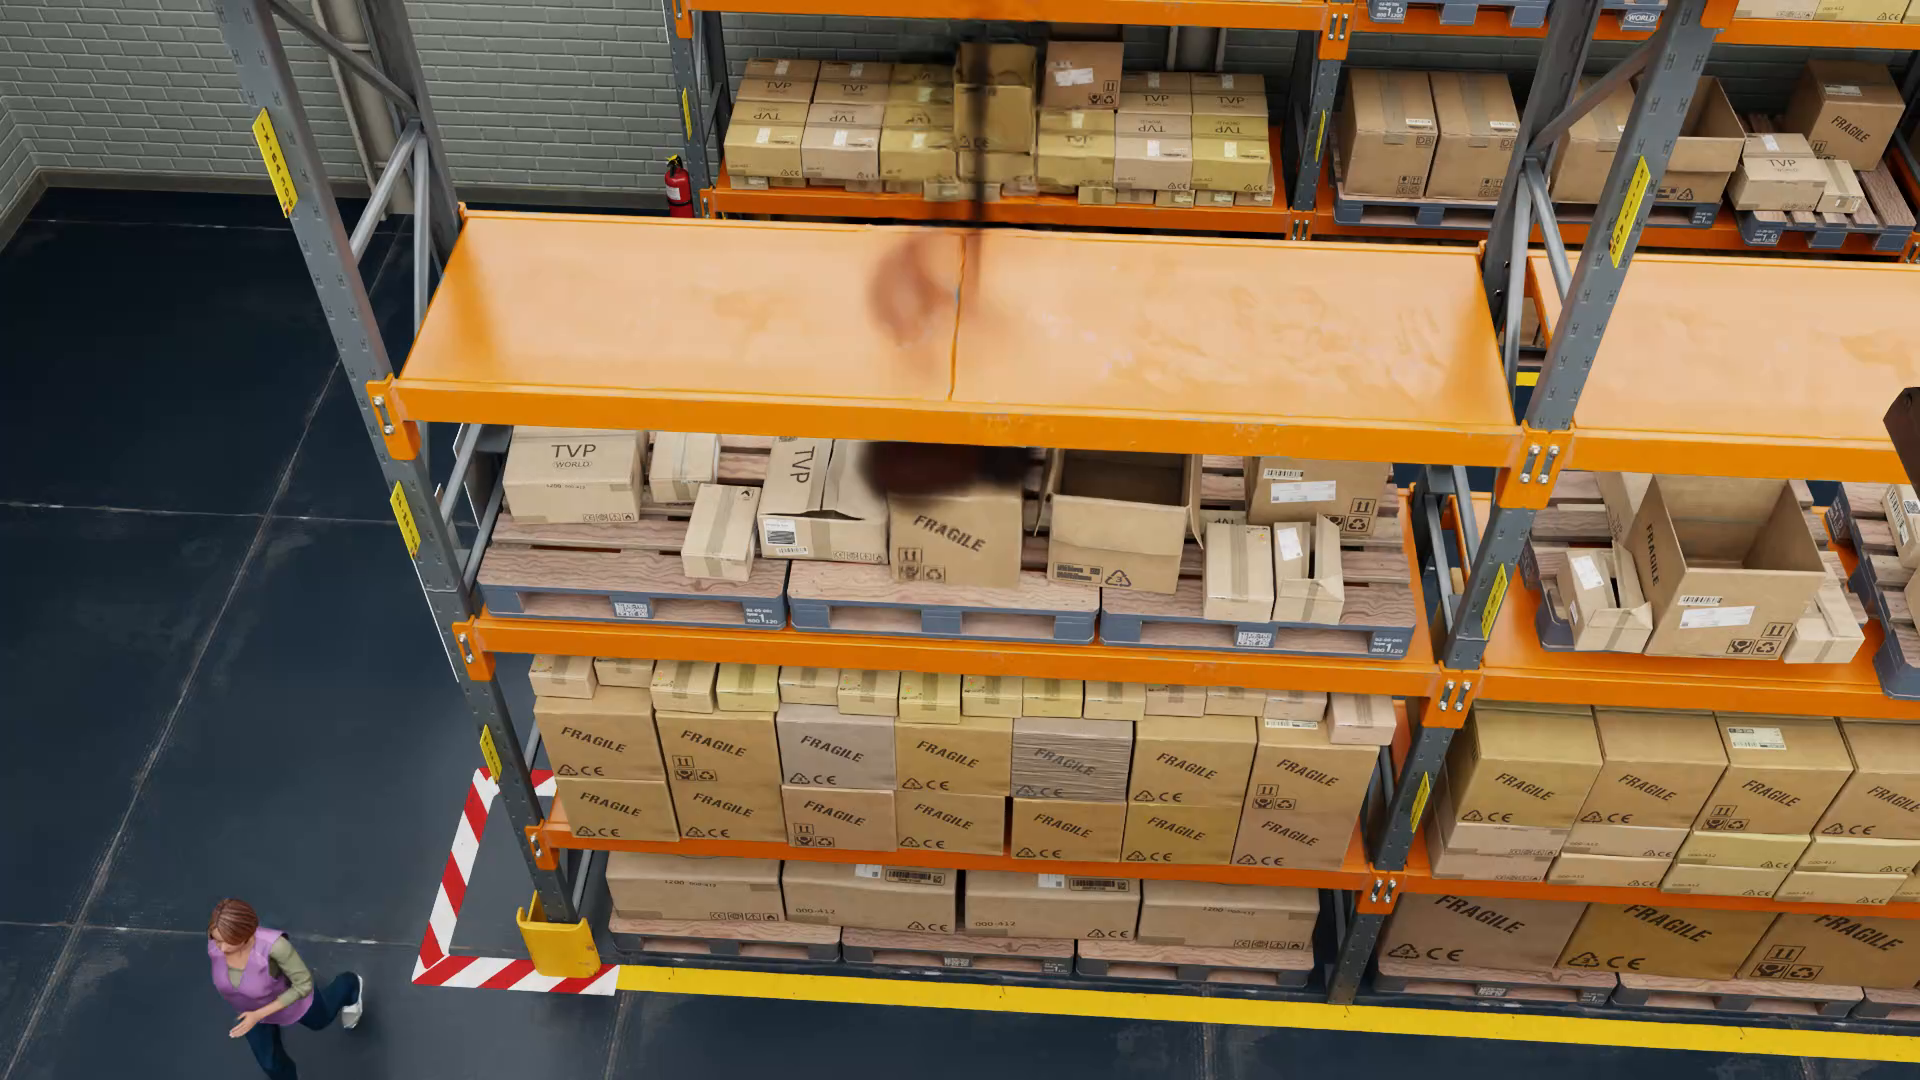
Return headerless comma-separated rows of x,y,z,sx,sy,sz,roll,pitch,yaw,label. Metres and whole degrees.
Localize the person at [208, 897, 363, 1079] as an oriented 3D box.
-3.164,2.122,7.714,0.530,1.599,0.873,2,48,2,person
